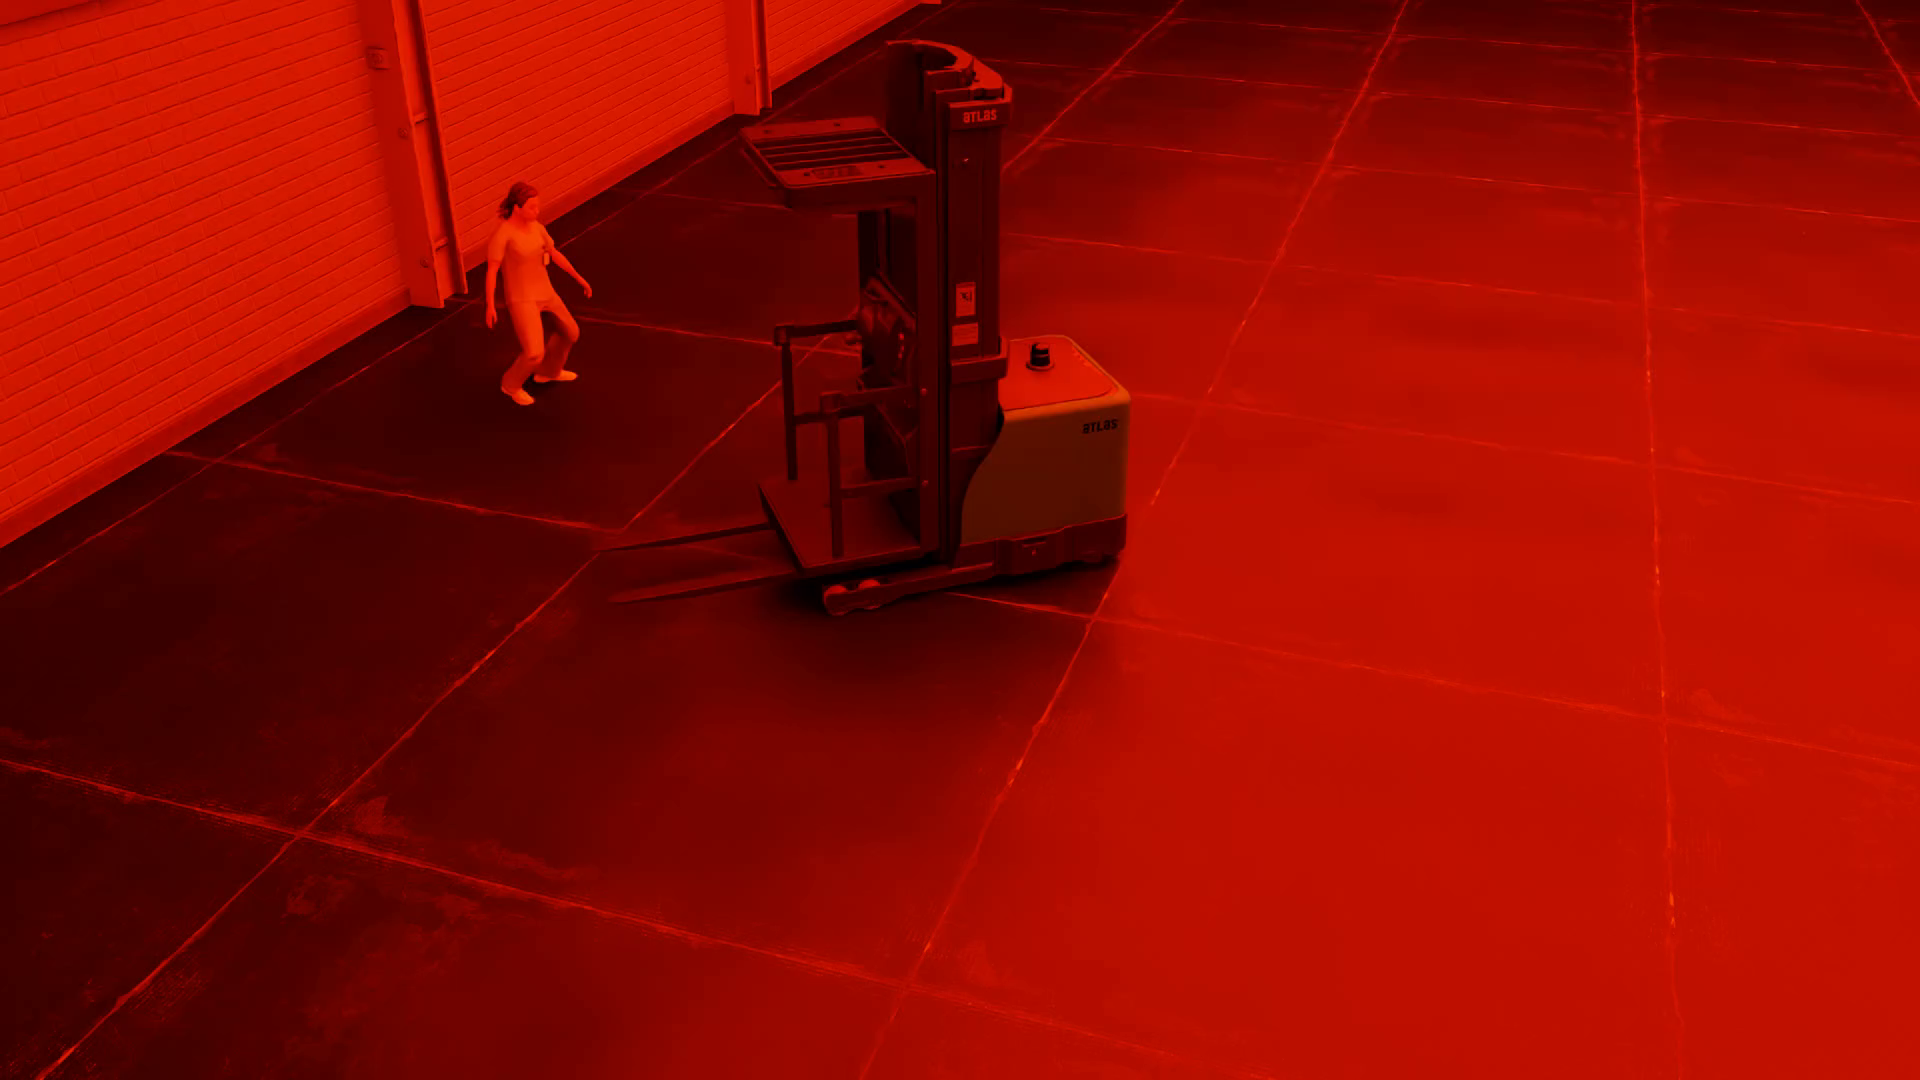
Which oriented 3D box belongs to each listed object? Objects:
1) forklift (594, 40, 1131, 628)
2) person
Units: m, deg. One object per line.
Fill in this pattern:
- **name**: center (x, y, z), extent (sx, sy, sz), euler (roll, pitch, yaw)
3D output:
- **forklift**: center (-0.558, -1.105, 9.075), extent (3.031, 2.935, 1.130), euler (-14, 33, -23)
- **person**: center (-3.048, -1.717, 11.523), extent (0.490, 1.582, 0.791), euler (22, 36, 33)
